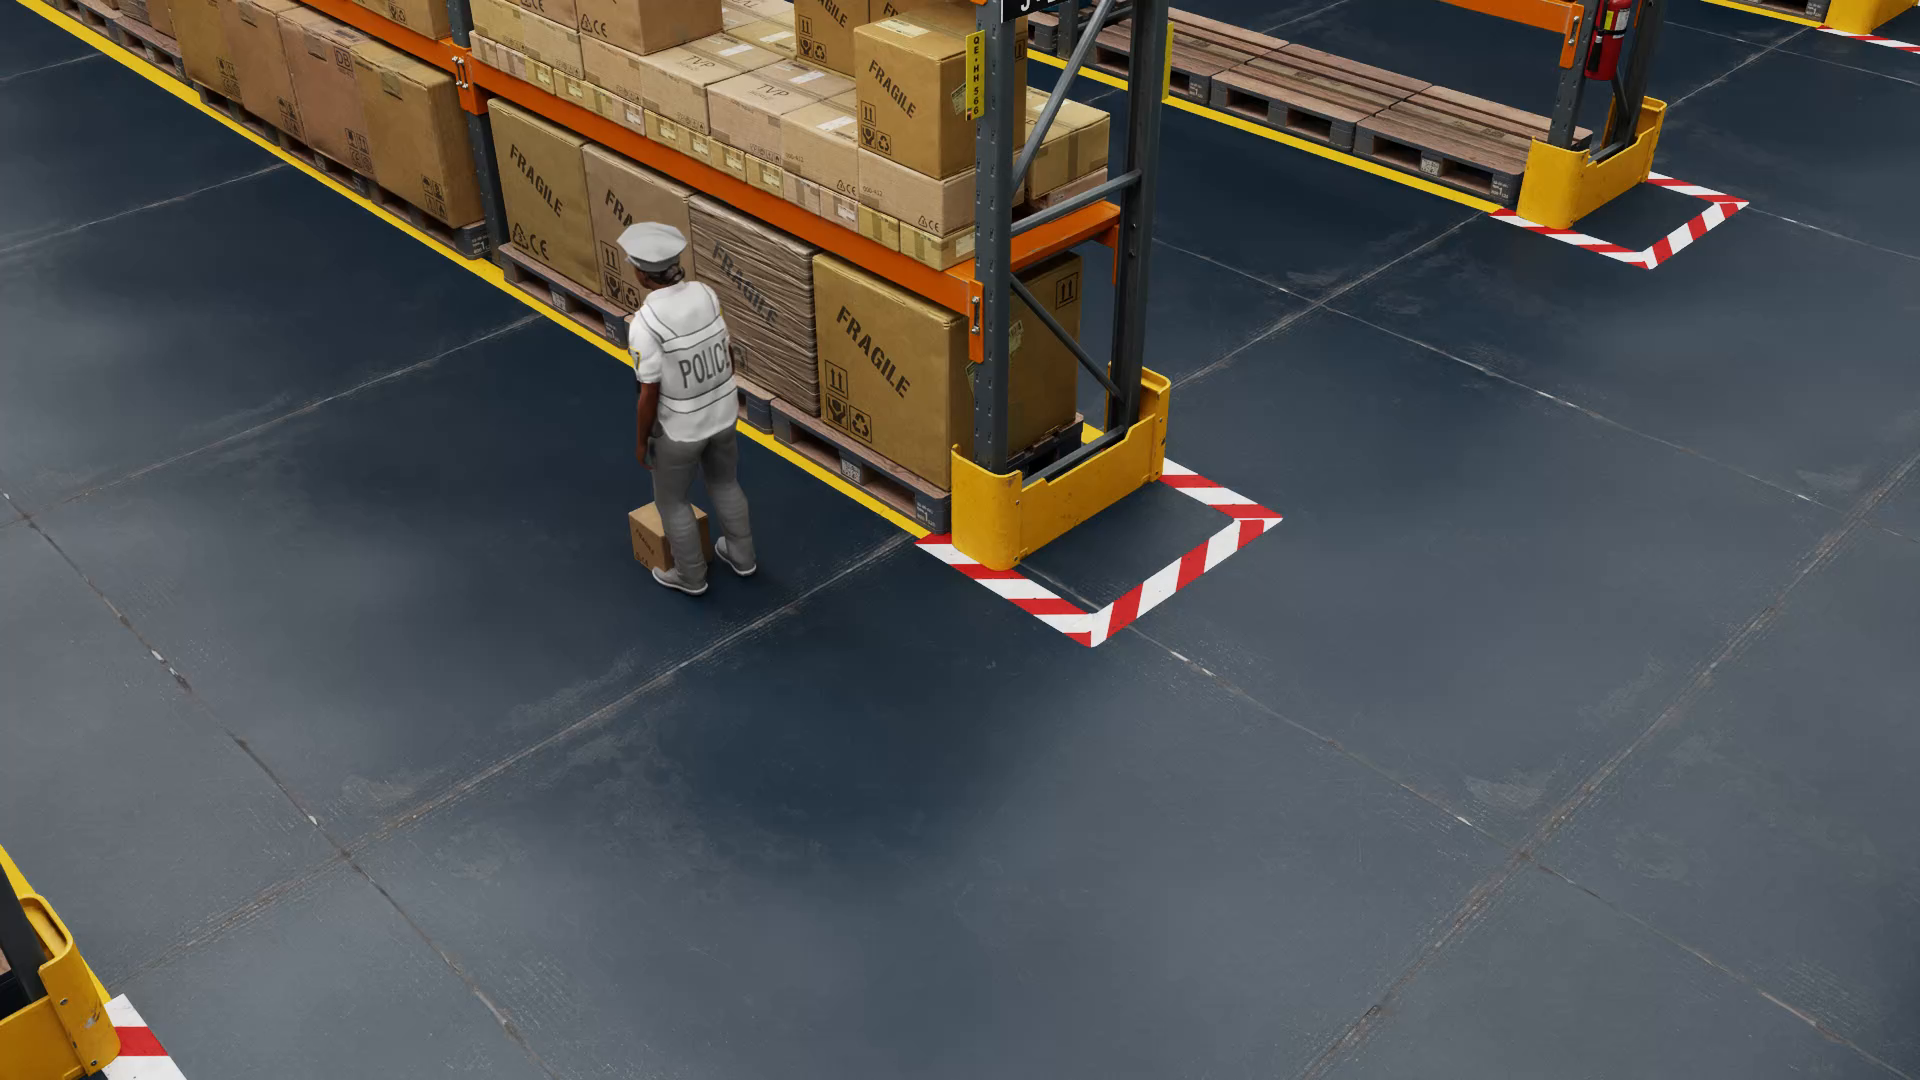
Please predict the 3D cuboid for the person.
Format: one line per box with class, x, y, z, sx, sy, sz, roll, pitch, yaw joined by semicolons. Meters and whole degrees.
person;-1.122;-0.501;6.840;0.422;1.663;0.532;27;44;33
